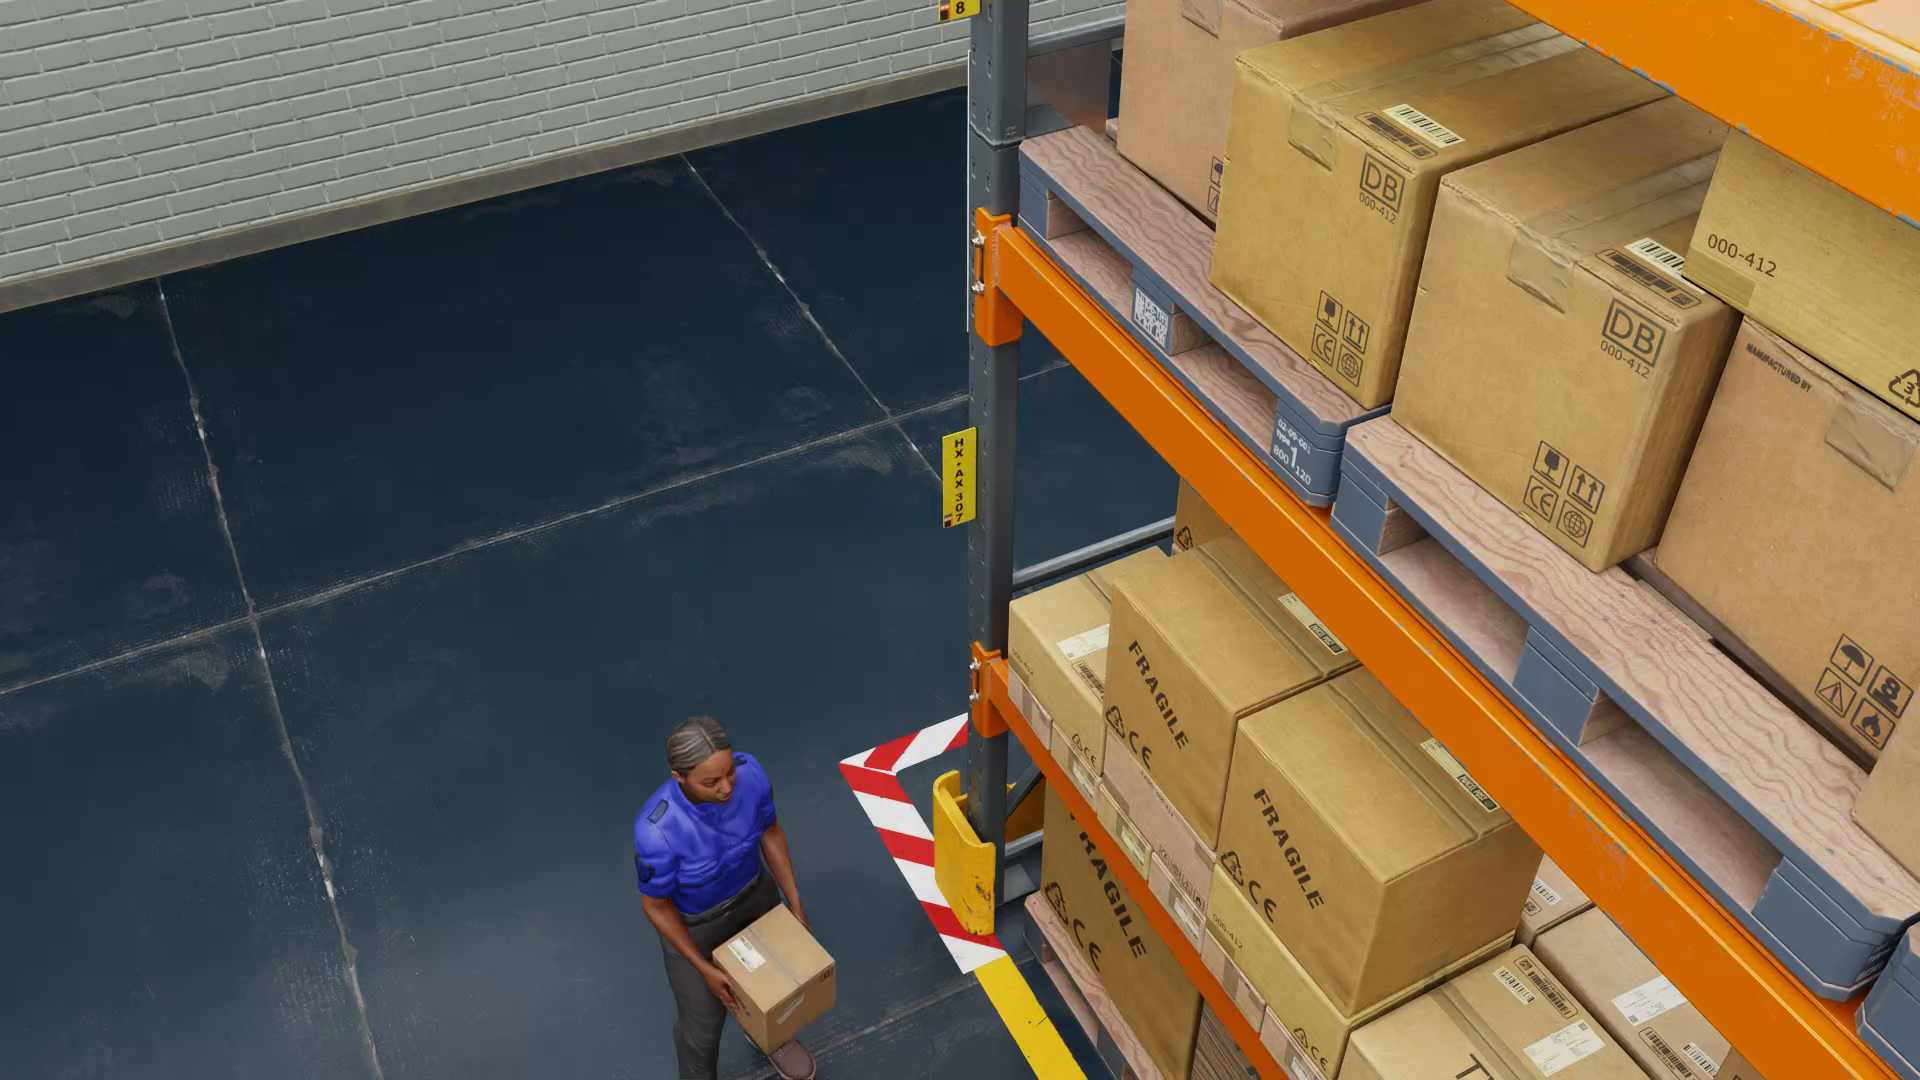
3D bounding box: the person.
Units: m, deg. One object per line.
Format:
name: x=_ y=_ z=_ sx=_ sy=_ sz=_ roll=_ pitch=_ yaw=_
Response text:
person: x=-0.672 y=1.133 z=4.876 sx=0.479 sy=1.663 sz=0.405 roll=-31 pitch=50 yaw=-30
